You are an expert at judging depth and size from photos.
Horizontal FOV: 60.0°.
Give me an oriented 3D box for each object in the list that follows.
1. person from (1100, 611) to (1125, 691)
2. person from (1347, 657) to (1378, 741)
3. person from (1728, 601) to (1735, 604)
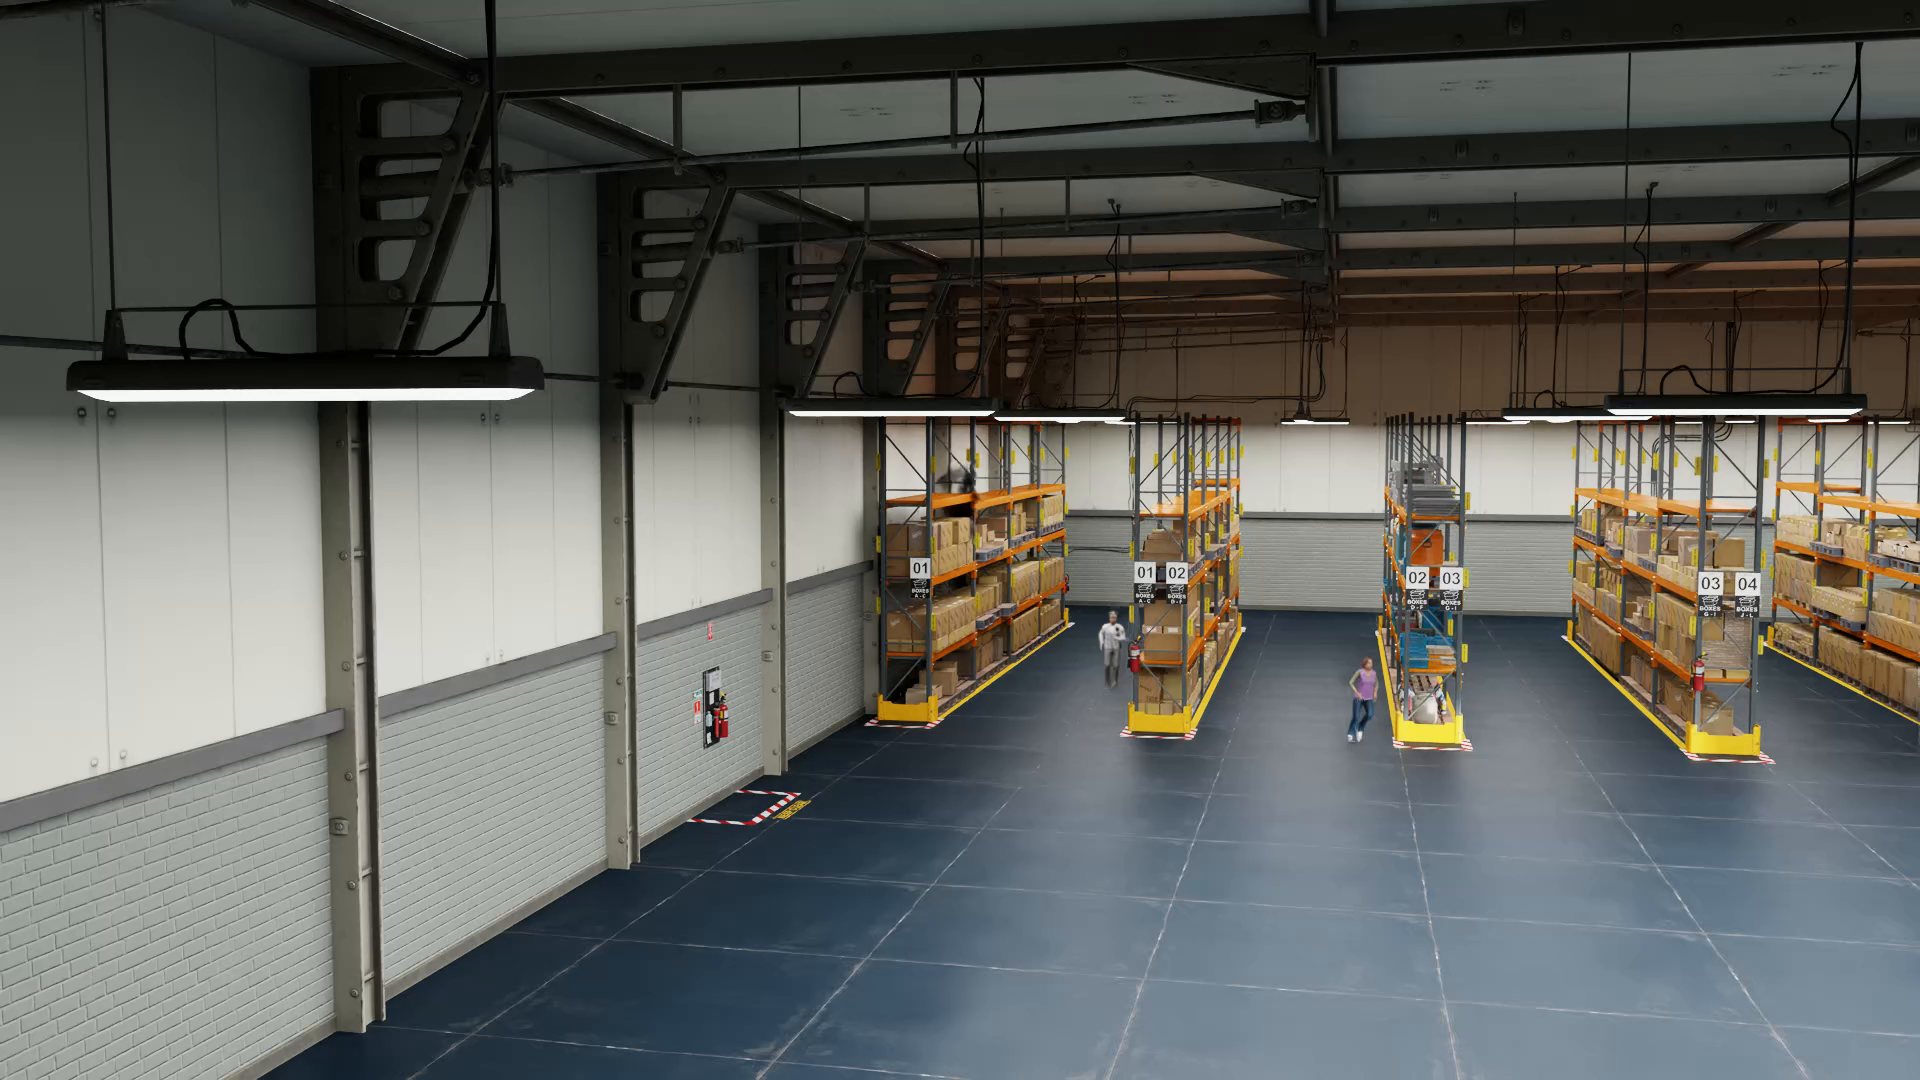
[{"bbox_3d":[3.330,2.422,36.364,0.576,1.749,0.732,0,4,7],"label":"person"},{"bbox_3d":[7.356,2.898,30.233,0.601,1.545,0.558,0,4,-5],"label":"person"},{"bbox_3d":[19.767,2.040,42.744,0.542,1.609,0.607,2,4,23],"label":"person"}]
